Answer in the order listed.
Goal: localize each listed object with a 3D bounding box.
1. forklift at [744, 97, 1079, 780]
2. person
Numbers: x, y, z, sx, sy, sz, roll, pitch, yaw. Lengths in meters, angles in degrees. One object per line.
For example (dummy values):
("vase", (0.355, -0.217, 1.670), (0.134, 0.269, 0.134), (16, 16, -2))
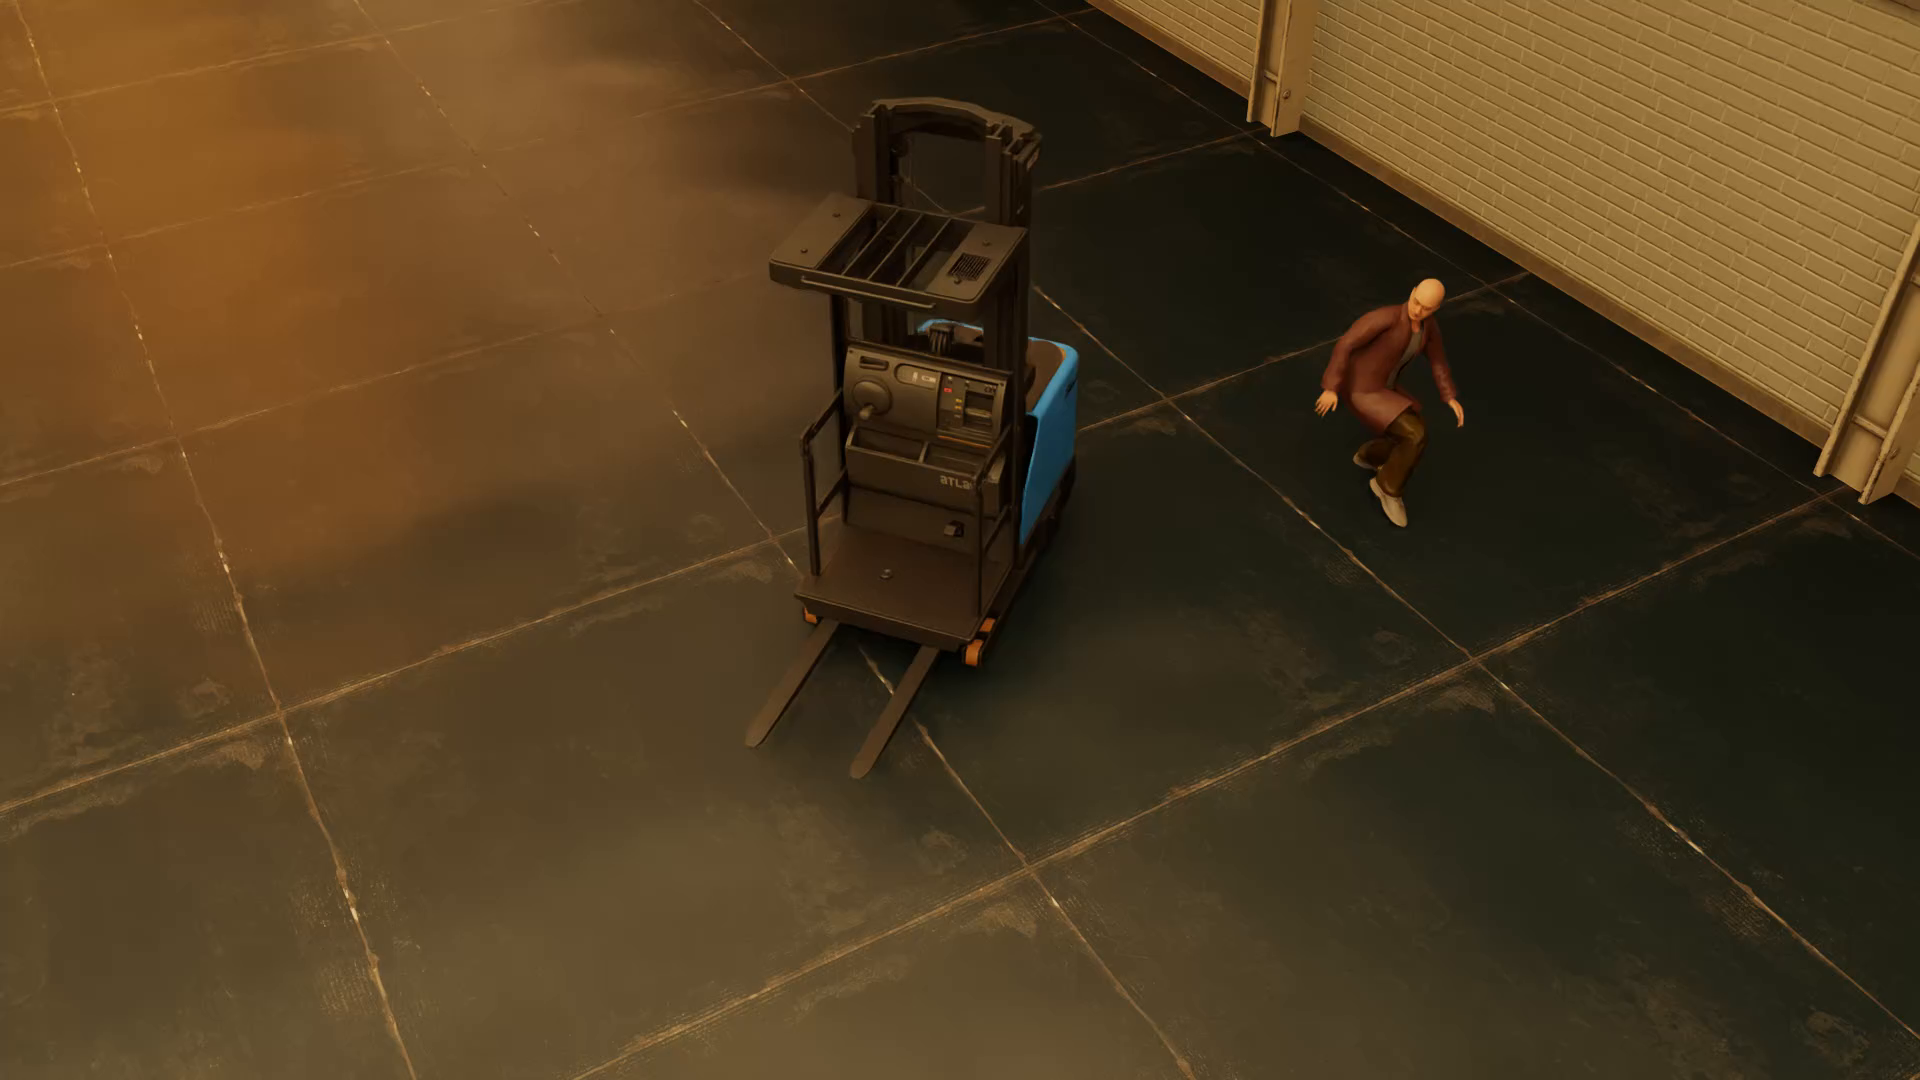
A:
("forklift", (-0.271, -0.710, 8.892), (1.130, 2.935, 3.031), (14, 42, 16))
("person", (2.690, -0.870, 10.205), (0.736, 1.547, 0.818), (29, 48, 31))
